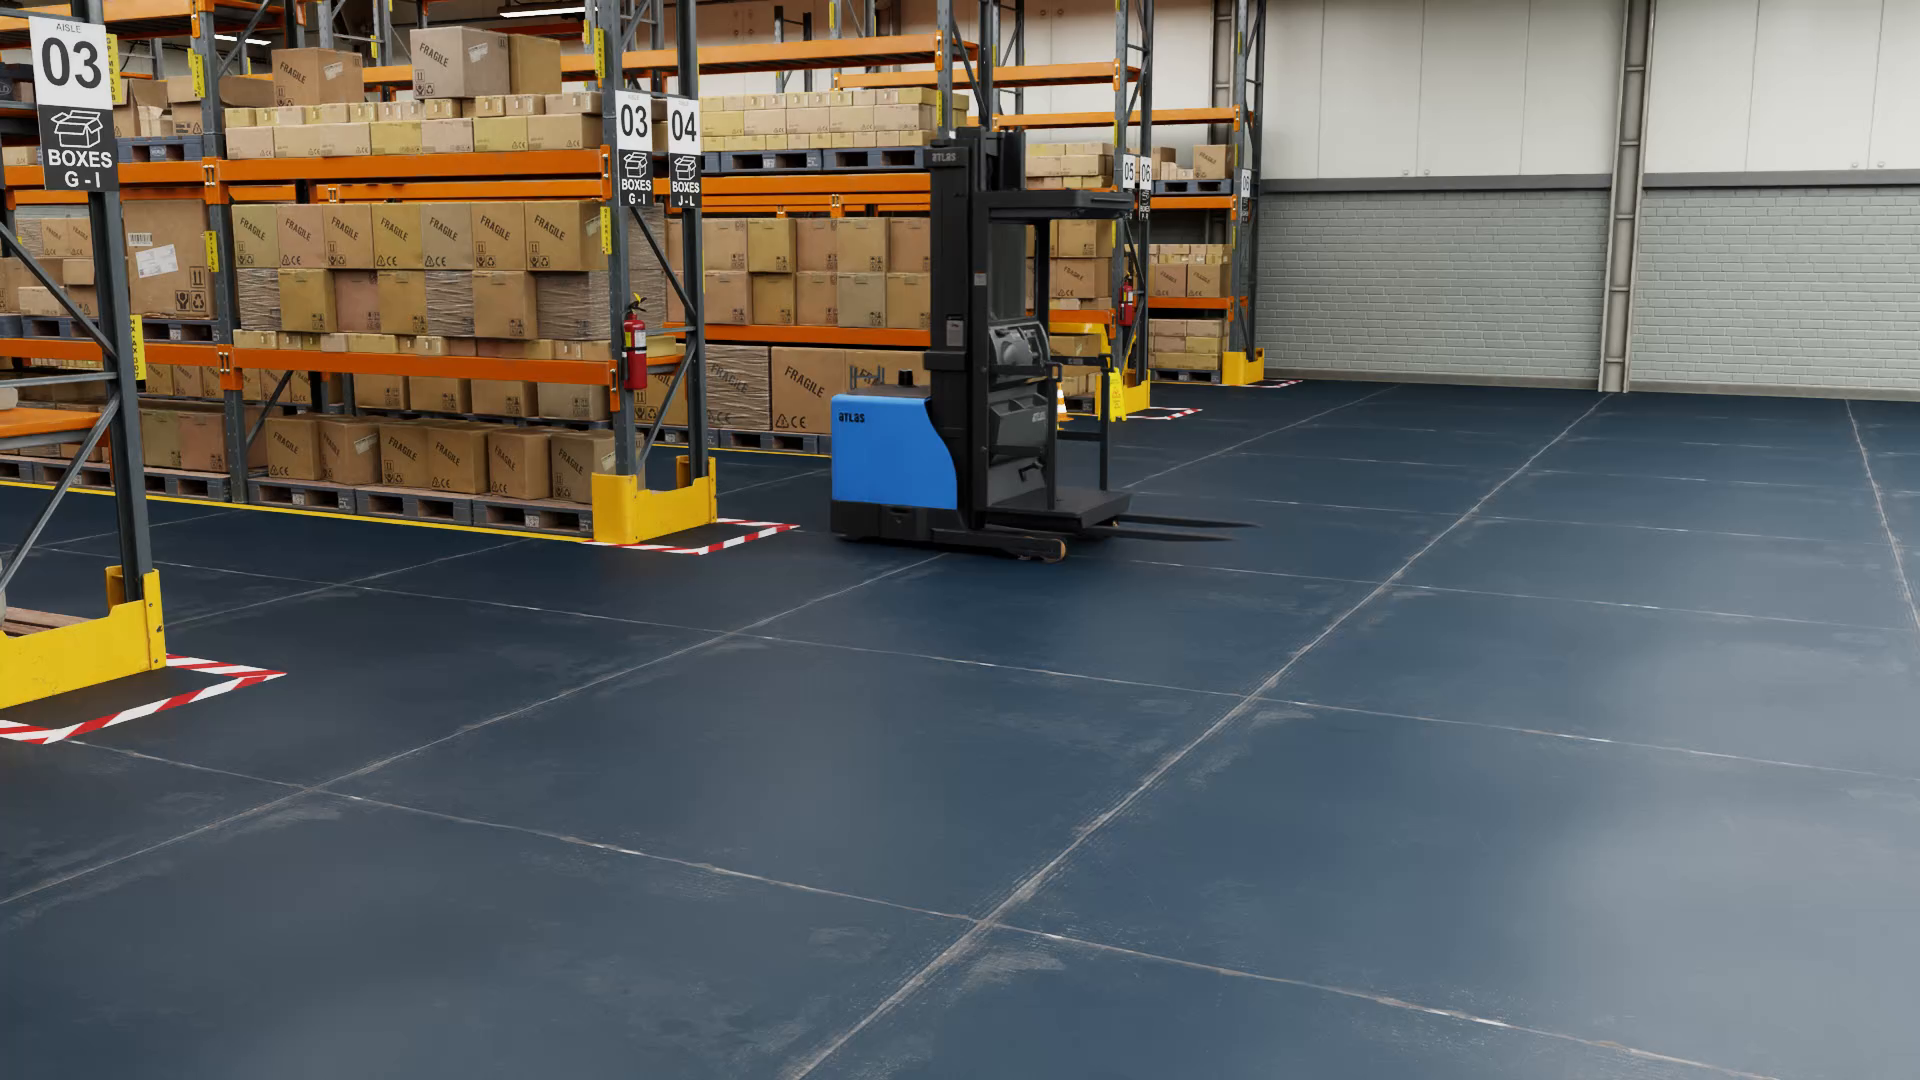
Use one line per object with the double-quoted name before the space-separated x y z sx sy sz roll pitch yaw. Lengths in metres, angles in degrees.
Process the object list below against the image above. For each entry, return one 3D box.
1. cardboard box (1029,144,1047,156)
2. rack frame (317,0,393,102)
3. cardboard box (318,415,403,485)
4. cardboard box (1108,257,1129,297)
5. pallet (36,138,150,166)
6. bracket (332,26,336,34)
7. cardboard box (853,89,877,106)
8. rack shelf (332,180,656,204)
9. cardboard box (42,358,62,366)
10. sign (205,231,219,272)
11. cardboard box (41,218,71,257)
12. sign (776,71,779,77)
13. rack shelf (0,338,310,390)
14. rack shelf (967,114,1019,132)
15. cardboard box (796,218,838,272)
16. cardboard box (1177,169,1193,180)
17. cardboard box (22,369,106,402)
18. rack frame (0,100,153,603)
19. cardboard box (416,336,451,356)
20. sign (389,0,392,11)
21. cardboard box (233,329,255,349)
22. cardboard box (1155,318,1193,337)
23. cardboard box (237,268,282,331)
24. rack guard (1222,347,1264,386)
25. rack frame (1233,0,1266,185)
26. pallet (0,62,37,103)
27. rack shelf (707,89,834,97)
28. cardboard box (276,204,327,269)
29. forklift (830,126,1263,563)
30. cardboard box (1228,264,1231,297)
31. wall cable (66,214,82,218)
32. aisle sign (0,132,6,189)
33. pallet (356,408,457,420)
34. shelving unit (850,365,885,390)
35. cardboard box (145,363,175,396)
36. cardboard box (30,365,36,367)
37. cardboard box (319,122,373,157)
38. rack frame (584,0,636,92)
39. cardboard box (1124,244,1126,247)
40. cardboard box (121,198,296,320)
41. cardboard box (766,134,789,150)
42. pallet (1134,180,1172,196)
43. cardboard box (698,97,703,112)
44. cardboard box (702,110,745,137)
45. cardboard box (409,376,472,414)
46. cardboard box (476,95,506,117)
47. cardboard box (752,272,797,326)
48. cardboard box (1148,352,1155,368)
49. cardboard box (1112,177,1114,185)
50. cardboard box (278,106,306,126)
"cardboard box" 1.067 -4.919 21.031 0.250 0.149 0.380 5 11 26
"rack frame" -7.117 -5.907 19.599 0.127 3.000 1.000 5 11 26
"cardboard box" -4.957 -0.750 13.792 0.500 0.500 0.500 10 14 44
"cardboard box" 1.855 -3.400 21.478 0.500 0.500 0.500 5 11 25
"pallet" -7.253 -3.386 14.620 1.003 0.211 1.213 5 11 26
"bracket" -12.547 -10.232 33.393 0.430 0.232 0.235 5 11 26
"cardboard box" -0.848 -4.337 16.357 0.250 0.149 0.380 5 12 27
"rack shelf" -5.323 -3.919 19.060 4.000 0.370 1.077 5 11 26
"cardboard box" -12.093 -2.425 22.361 0.250 0.149 0.380 4 11 23
"sign" -6.057 -2.336 13.465 0.005 0.325 0.100 5 11 26
"cardboard box" -11.711 -3.991 21.937 0.500 0.500 0.500 5 11 24
"sign" -3.055 -7.910 27.820 0.005 0.325 0.100 5 11 26
"rack shelf" -7.608 -1.659 14.994 4.000 0.370 1.077 5 11 26
"rack shelf" -1.030 -6.790 27.622 4.000 0.370 1.077 5 11 26
"cardboard box" -1.234 -3.059 17.259 0.550 0.550 0.875 5 11 26
"cardboard box" 3.473 -5.541 25.246 0.250 0.149 0.380 5 11 24
"cardboard box" -8.307 -1.438 15.430 0.500 0.250 0.500 7 12 32
"rack frame" -4.419 -0.749 7.947 0.127 3.000 1.000 5 11 26
"cardboard box" -3.966 -1.507 12.842 0.250 0.149 0.380 5 11 26
"sign" -6.874 -6.533 19.994 0.005 0.325 0.100 5 11 26
"cardboard box" -5.755 -1.667 13.723 0.250 0.149 0.380 5 11 26
"cardboard box" 3.339 -3.287 25.705 0.500 0.250 0.500 5 12 27
"cardboard box" -5.438 -2.006 13.773 0.500 0.500 0.875 5 11 26
"rack guard" 4.372 -2.684 25.657 0.348 0.500 1.175 5 11 26
"rack frame" 4.350 -6.868 24.910 0.127 3.000 1.000 5 11 26
"pallet" -5.118 -2.213 8.143 1.213 0.211 1.003 5 11 26
"rack shelf" -3.223 -5.997 23.241 4.000 0.370 1.077 5 11 26
"cardboard box" -5.075 -2.428 13.298 0.500 0.500 0.500 5 11 26
"forklift" 0.604 -1.396 11.712 3.031 2.935 1.130 5 11 25
"cardboard box" 4.029 -4.049 25.896 0.500 0.500 0.500 5 12 28
"wall cable" -16.641 -5.552 31.630 0.122 1.984 0.588 5 11 26
"aisle sign" -4.486 -1.975 7.422 0.004 0.787 0.394 5 11 26
"pallet" -6.443 -1.508 19.972 1.213 0.211 1.003 5 11 26
"shelving unit" -0.733 -0.756 12.991 0.258 1.200 0.189 1 2 8
"cardboard box" -10.158 -2.146 21.505 0.500 0.500 0.500 6 12 28
"cardboard box" -12.494 -2.336 22.708 0.250 0.149 0.380 6 12 28
"cardboard box" -4.607 -3.100 12.932 0.500 0.250 0.500 5 11 24
"rack frame" -5.017 -6.705 24.012 0.127 3.000 1.000 5 11 26
"cardboard box" 2.558 -4.545 25.984 0.250 0.149 0.380 5 11 27
"cardboard box" -6.465 -2.442 14.438 1.000 1.000 1.000 5 11 26
"cardboard box" -1.758 -4.025 16.870 0.250 0.149 0.380 5 11 27
"pallet" 2.630 -5.504 26.046 1.213 0.211 1.003 5 11 26
"cardboard box" -2.669 -4.497 17.241 0.250 0.149 0.380 5 11 25
"cardboard box" -2.309 -4.282 17.168 0.500 0.250 0.500 5 11 25
"cardboard box" -5.825 -1.924 19.575 0.750 0.750 1.050 5 11 27
"cardboard box" -3.326 -3.170 12.201 0.250 0.149 0.380 5 11 26
"cardboard box" -1.738 -2.559 17.528 0.500 0.550 0.875 5 11 26
"cardboard box" 2.903 -2.838 26.028 0.500 0.250 0.500 5 11 26
"cardboard box" 2.004 -4.553 21.249 0.250 0.149 0.380 5 11 26
"cardboard box" -5.156 -3.344 13.163 0.250 0.149 0.380 5 11 26
